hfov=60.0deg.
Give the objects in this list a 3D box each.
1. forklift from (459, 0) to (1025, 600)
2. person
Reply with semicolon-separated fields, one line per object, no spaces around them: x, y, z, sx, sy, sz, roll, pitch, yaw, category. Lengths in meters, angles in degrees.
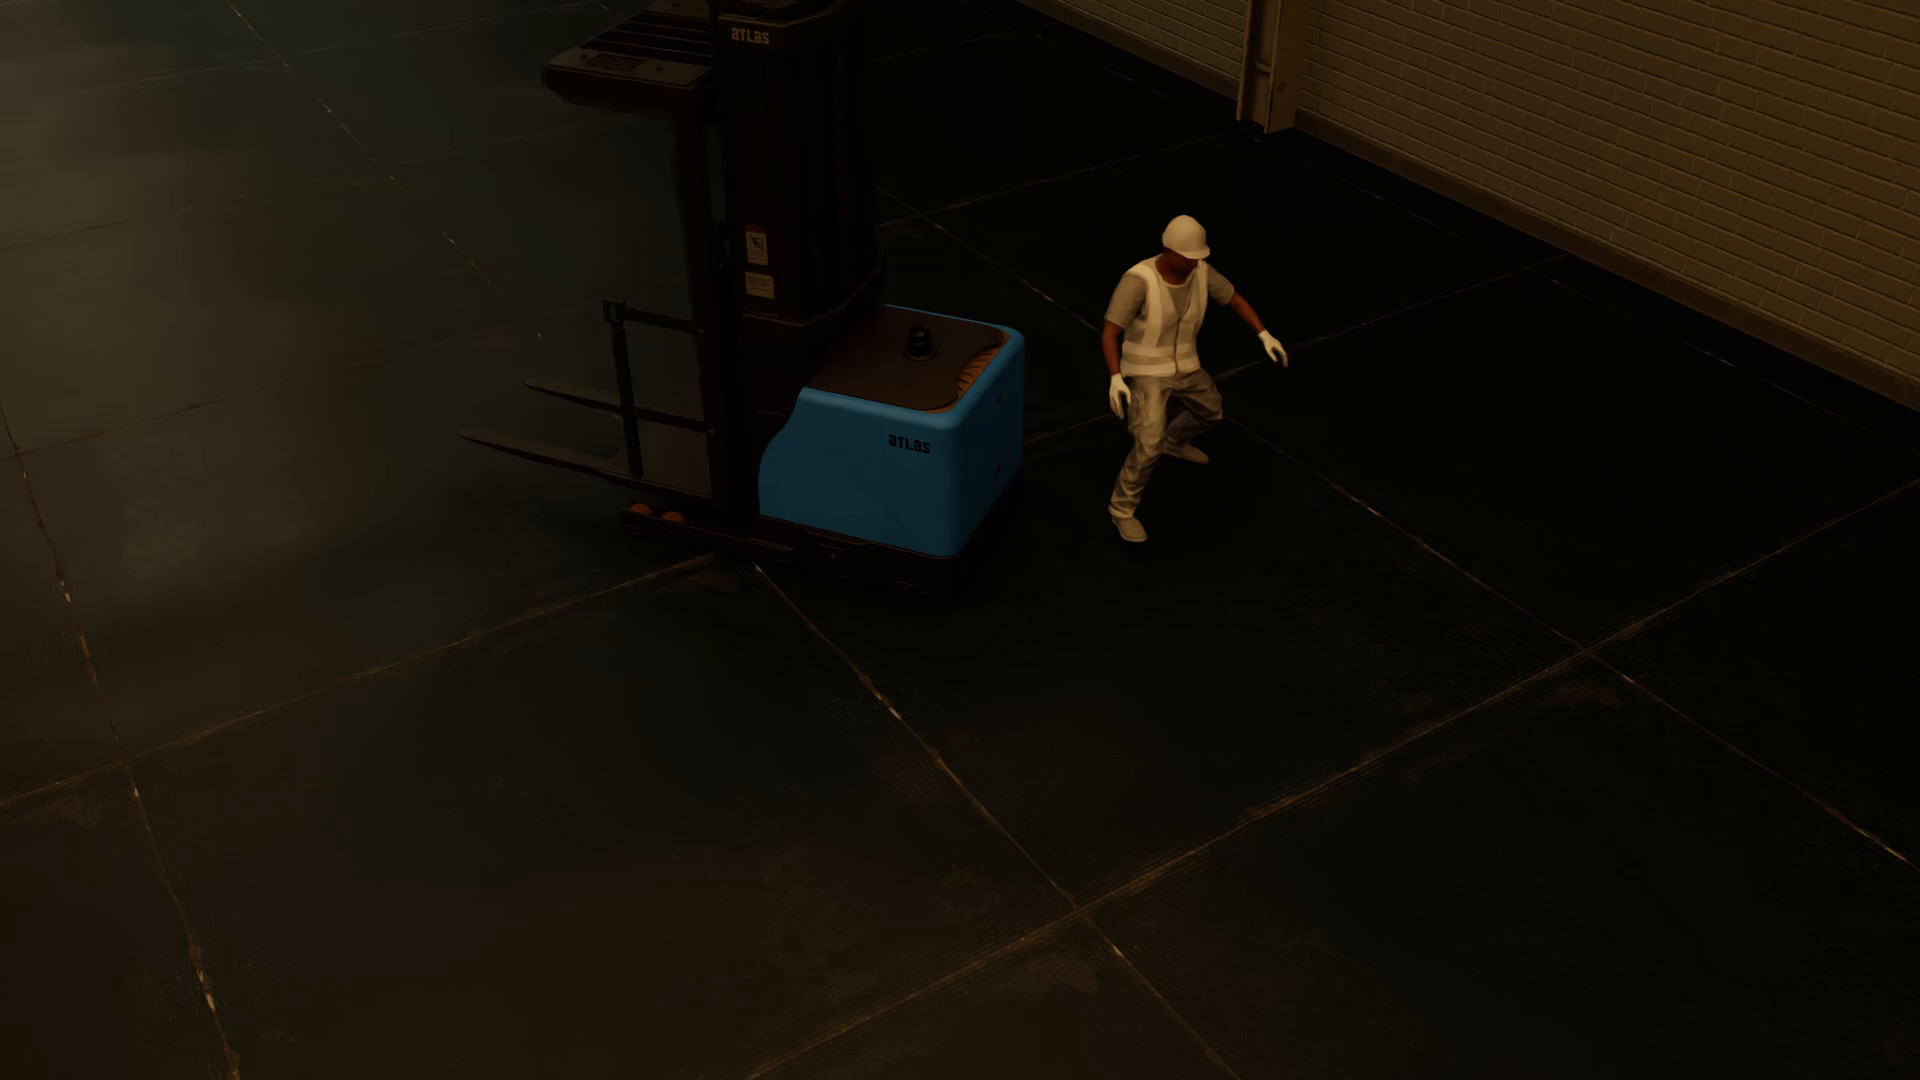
-1.227;-1.445;8.204;3.031;2.935;1.130;13;37;18;forklift
1.140;-0.906;8.612;1.025;1.634;0.830;-17;39;-23;person
